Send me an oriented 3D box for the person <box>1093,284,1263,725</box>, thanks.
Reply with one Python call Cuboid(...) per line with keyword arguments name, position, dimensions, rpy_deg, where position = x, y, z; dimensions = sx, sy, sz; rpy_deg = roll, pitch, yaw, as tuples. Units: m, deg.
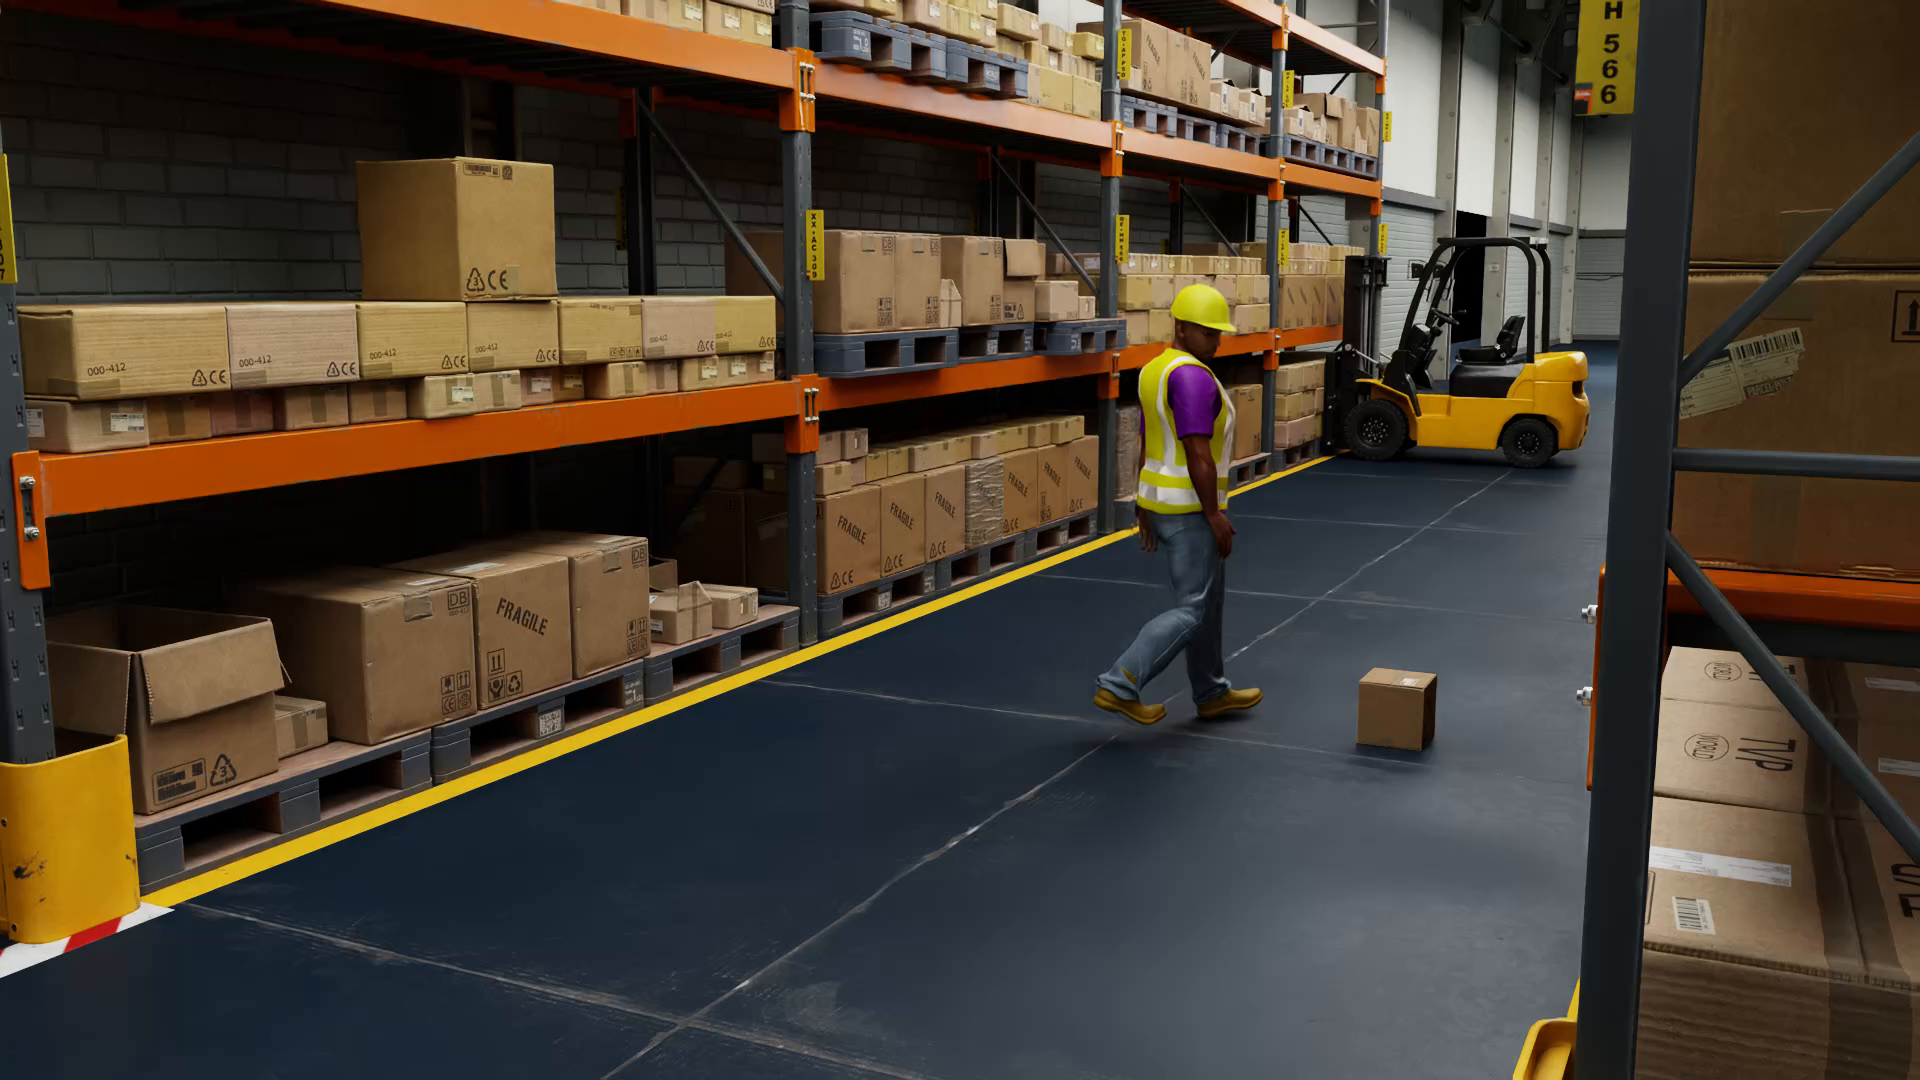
Cuboid(name="person", position=(0.885, -0.118, 6.514), dimensions=(0.835, 1.751, 0.605), rpy_deg=(-2, 9, -12))
